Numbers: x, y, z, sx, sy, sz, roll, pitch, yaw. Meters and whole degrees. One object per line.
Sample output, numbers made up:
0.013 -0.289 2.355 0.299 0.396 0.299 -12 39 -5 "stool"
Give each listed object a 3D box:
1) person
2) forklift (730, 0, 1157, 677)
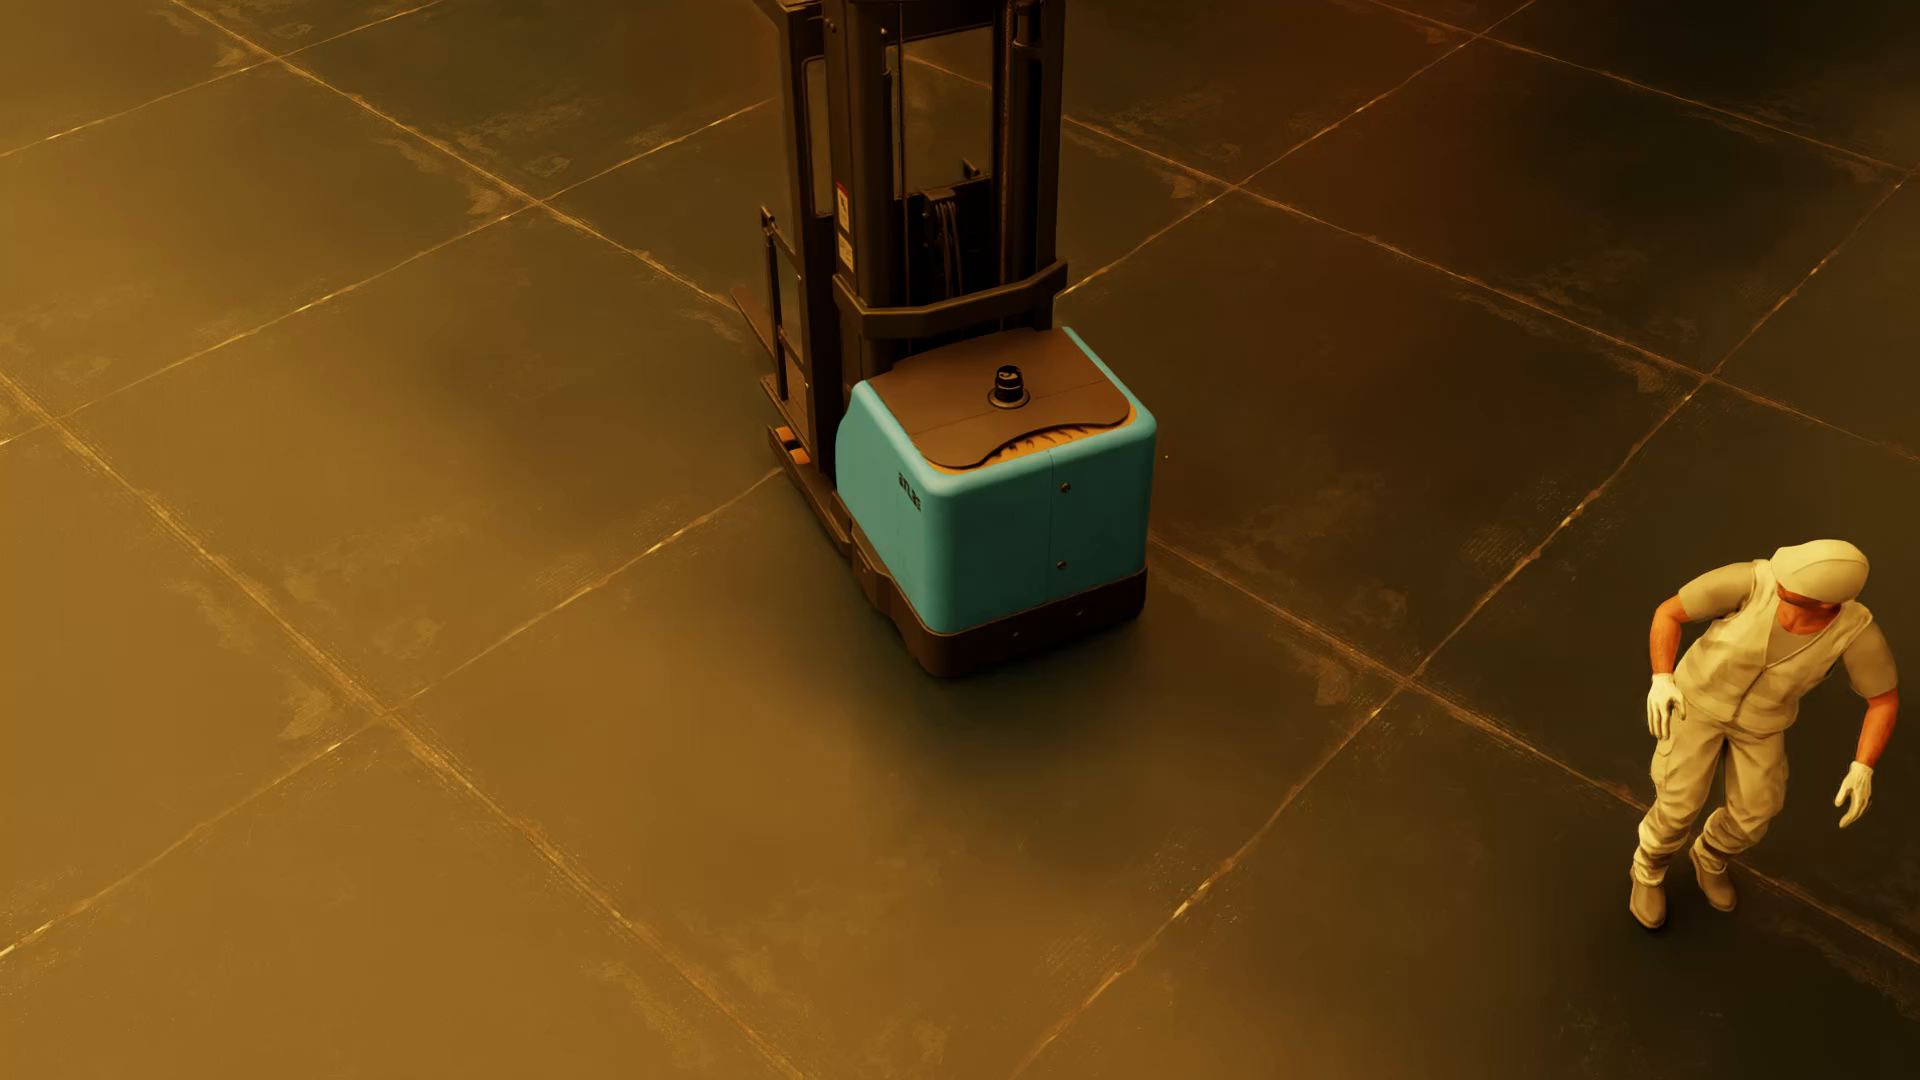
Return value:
2.659 0.650 5.609 0.776 1.706 0.576 14 43 16 "person"
-0.282 -1.501 7.178 1.130 2.935 3.031 -17 43 -19 "forklift"
